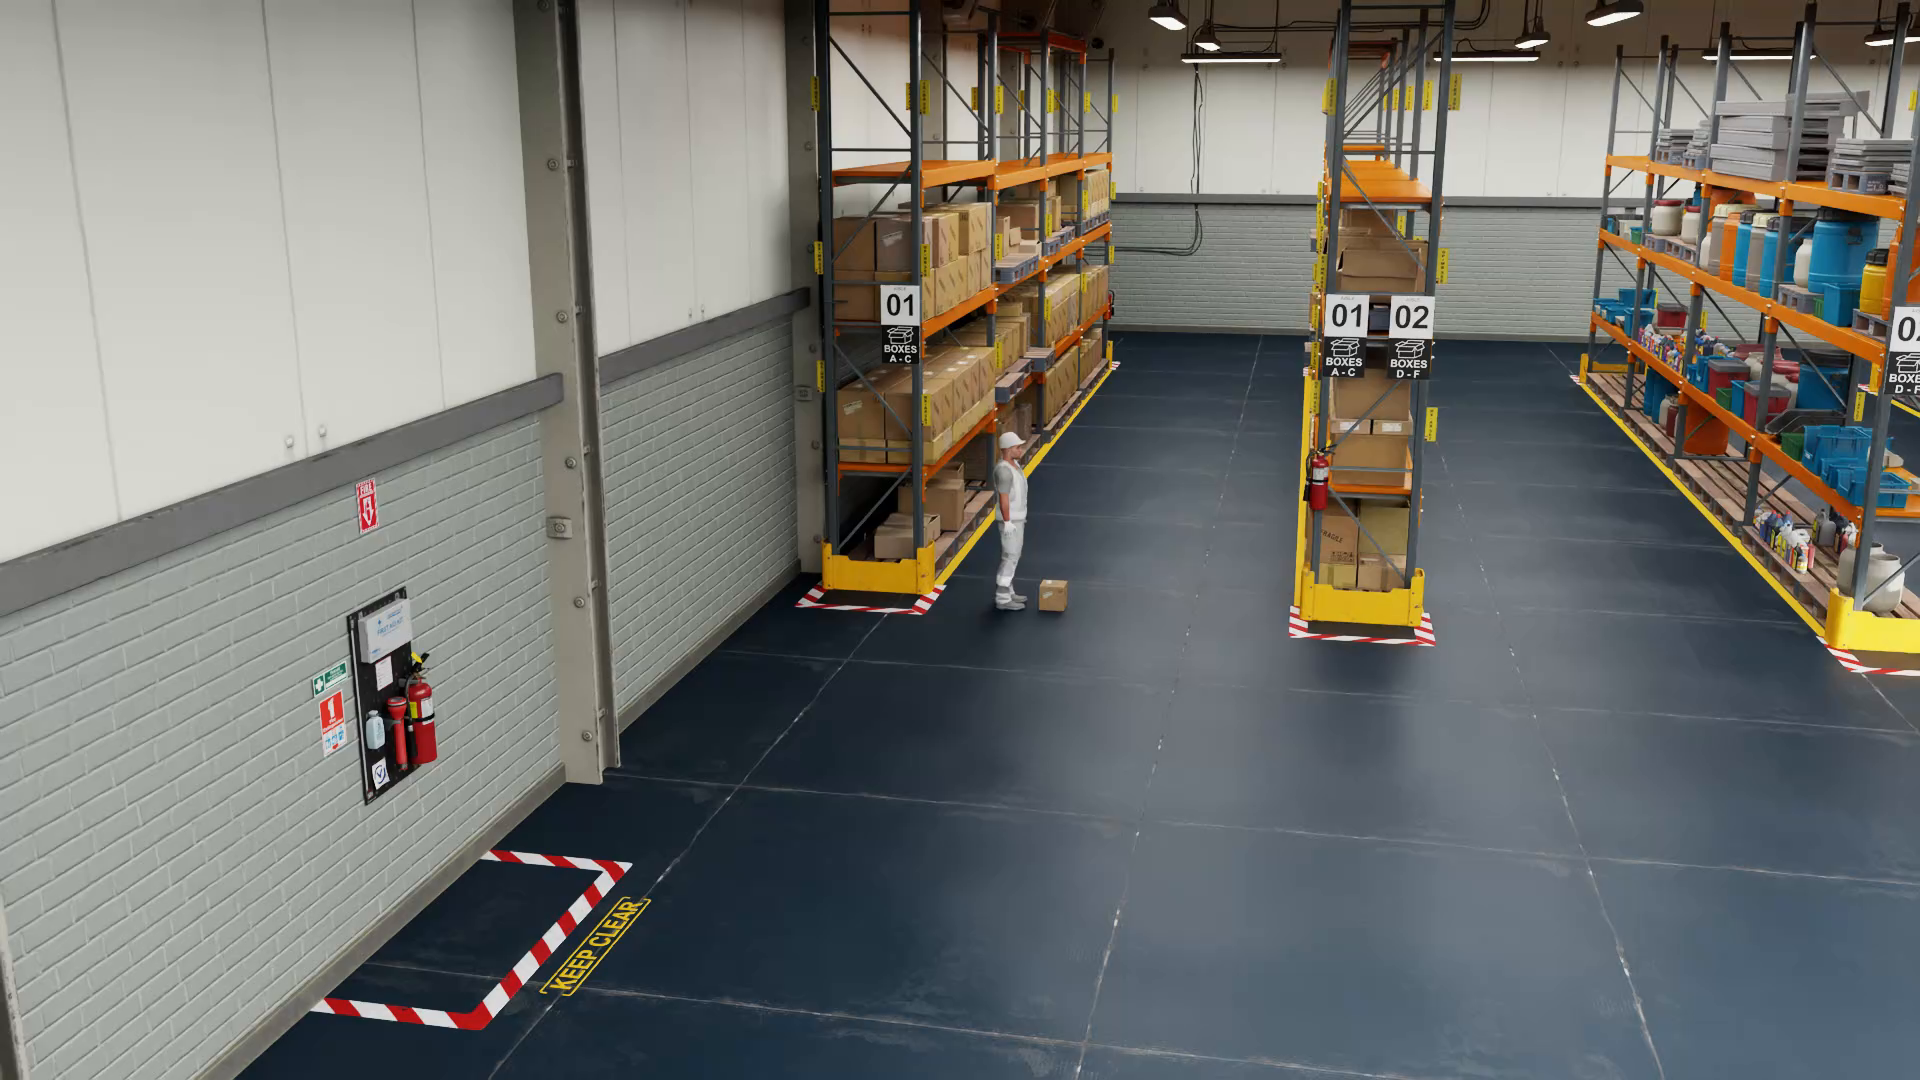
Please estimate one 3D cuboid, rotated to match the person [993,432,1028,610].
[{"bbox_3d":[0.516,-0.204,16.751,0.341,1.787,0.523,3,15,11],"label":"person"}]
